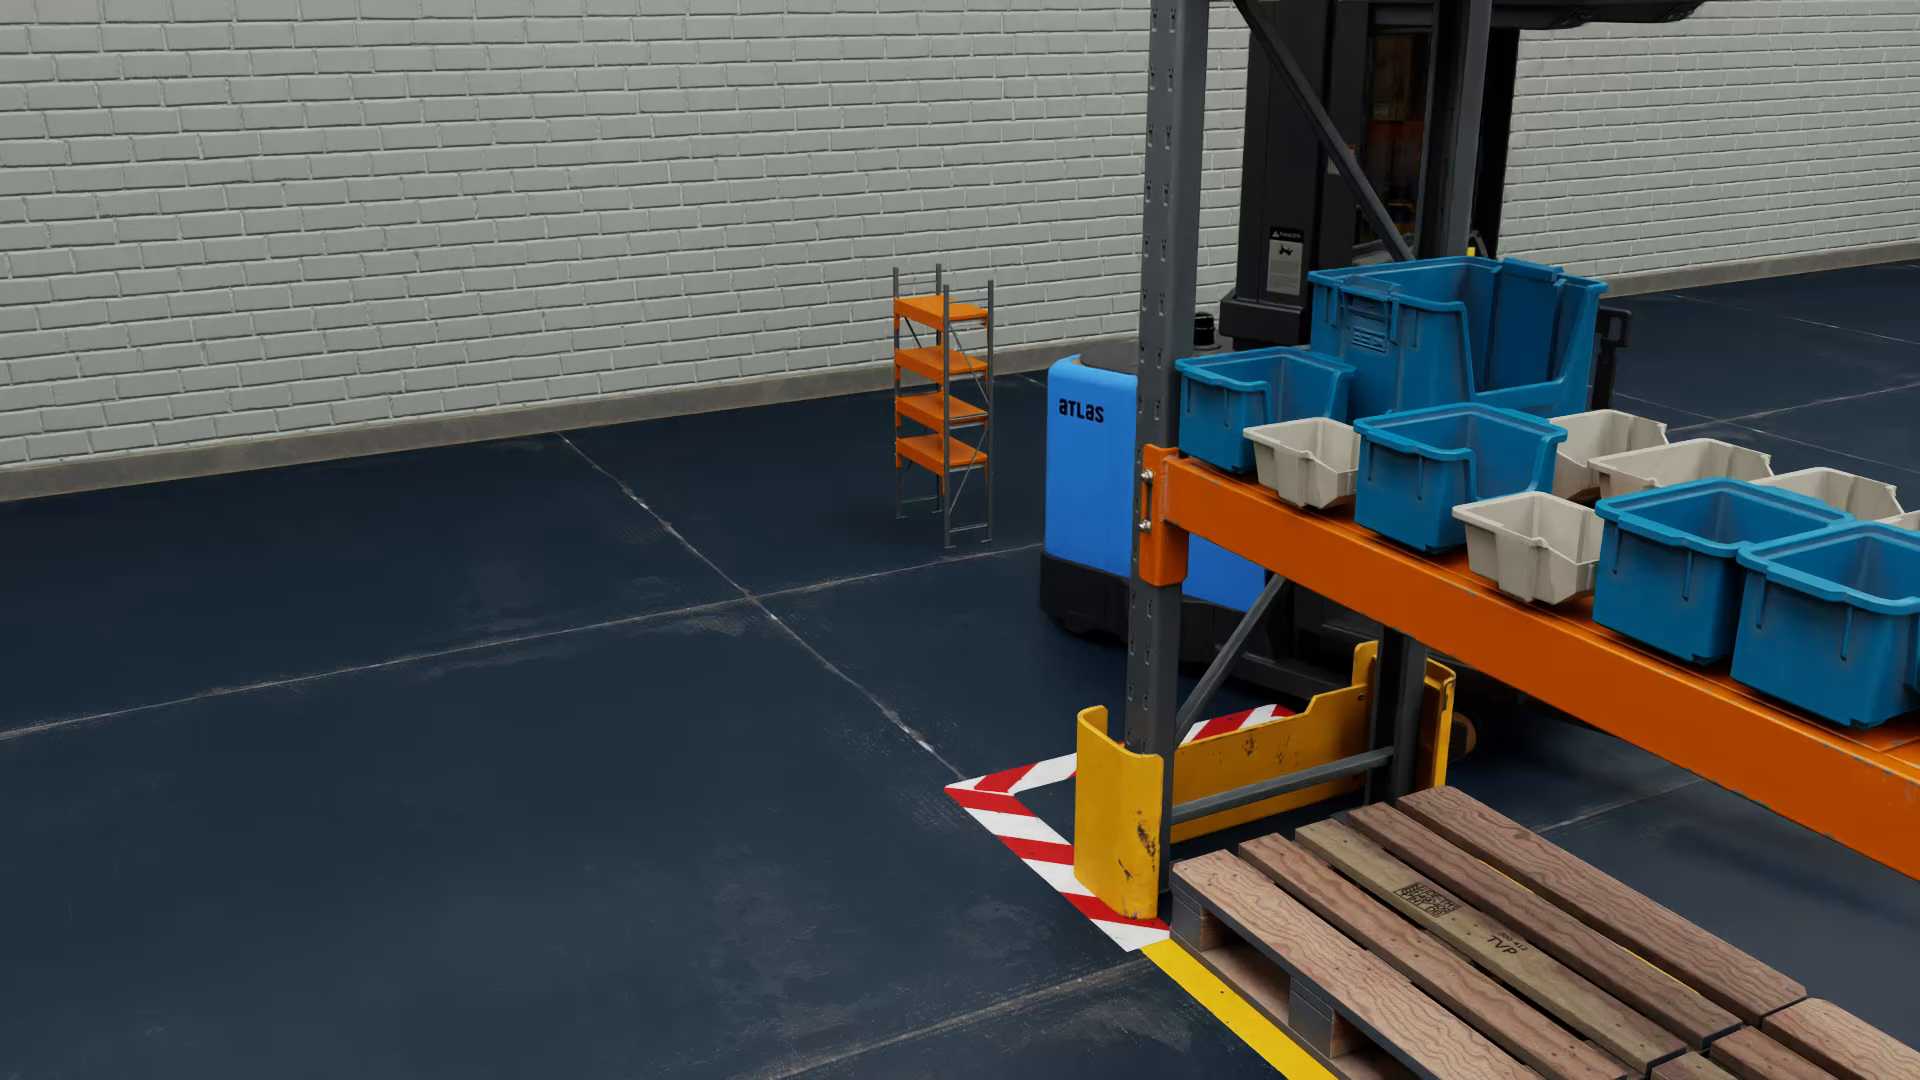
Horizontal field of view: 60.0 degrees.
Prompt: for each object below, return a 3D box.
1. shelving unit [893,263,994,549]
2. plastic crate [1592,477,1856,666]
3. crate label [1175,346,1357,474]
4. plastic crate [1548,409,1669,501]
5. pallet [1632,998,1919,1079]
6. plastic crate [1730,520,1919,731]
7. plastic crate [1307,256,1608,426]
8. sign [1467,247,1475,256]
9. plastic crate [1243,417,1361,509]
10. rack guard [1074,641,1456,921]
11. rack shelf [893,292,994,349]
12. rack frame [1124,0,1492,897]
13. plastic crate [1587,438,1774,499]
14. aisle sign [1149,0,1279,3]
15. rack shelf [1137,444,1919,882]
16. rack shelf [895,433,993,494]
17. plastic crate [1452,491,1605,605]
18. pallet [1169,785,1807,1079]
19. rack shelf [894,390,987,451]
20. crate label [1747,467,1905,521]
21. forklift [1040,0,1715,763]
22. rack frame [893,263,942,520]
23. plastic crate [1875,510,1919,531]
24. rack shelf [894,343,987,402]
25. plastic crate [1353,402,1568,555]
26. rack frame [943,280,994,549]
[{"bbox_3d":[-0.079,-0.615,7.573,0.258,1.200,0.503,-10,21,-27],"label":"shelving unit"},{"bbox_3d":[1.378,0.056,3.035,0.416,0.233,0.300,-10,21,-27],"label":"plastic crate"},{"bbox_3d":[0.753,-0.322,4.131,0.416,0.233,0.303,-10,21,-27],"label":"crate label"},{"bbox_3d":[1.472,-0.192,3.902,0.396,0.136,0.243,-10,21,-27],"label":"plastic crate"},{"bbox_3d":[1.858,1.416,3.204,1.003,0.211,1.213,-10,21,-27],"label":"pallet"},{"bbox_3d":[1.520,0.142,2.786,0.416,0.233,0.300,-10,21,-27],"label":"plastic crate"},{"bbox_3d":[1.248,-0.473,4.256,0.616,0.435,0.499,-10,21,-27],"label":"plastic crate"},{"bbox_3d":[1.401,-0.662,4.700,0.100,0.325,0.005,-10,21,-27],"label":"sign"},{"bbox_3d":[0.832,-0.172,3.842,0.250,0.136,0.298,-10,21,-27],"label":"plastic crate"},{"bbox_3d":[0.902,0.682,4.888,1.175,0.500,0.348,-10,21,-27],"label":"rack guard"},{"bbox_3d":[-0.079,-0.986,7.445,0.258,0.148,0.480,-10,21,-27],"label":"rack shelf"},{"bbox_3d":[0.925,-0.495,4.466,1.000,3.000,0.127,-10,21,-27],"label":"rack frame"},{"bbox_3d":[1.597,-0.107,3.655,0.396,0.136,0.243,-10,21,-27],"label":"plastic crate"},{"bbox_3d":[0.629,-1.698,3.969,0.394,0.787,0.004,-10,21,-27],"label":"aisle sign"},{"bbox_3d":[1.875,0.420,2.920,1.077,0.370,4.000,-10,21,-27],"label":"rack shelf"},{"bbox_3d":[-0.079,-0.363,7.660,0.258,0.148,0.480,-10,21,-27],"label":"rack shelf"},{"bbox_3d":[1.154,0.023,3.278,0.250,0.136,0.298,-10,21,-27],"label":"plastic crate"},{"bbox_3d":[1.282,1.066,4.218,1.003,0.211,1.213,-10,21,-27],"label":"pallet"},{"bbox_3d":[-0.079,-0.551,7.595,0.258,0.148,0.480,-10,21,-27],"label":"rack shelf"},{"bbox_3d":[1.750,-0.031,3.434,0.396,0.136,0.243,-10,21,-27],"label":"crate label"},{"bbox_3d":[1.749,-0.843,5.580,3.031,2.935,1.130,16,25,39],"label":"forklift"},{"bbox_3d":[-0.194,-0.685,7.776,0.240,1.200,0.015,-10,21,-27],"label":"rack frame"},{"bbox_3d":[1.907,0.051,3.196,0.298,0.136,0.250,-10,21,-27],"label":"plastic crate"},{"bbox_3d":[-0.079,-0.763,7.522,0.258,0.148,0.480,-10,21,-27],"label":"rack shelf"},{"bbox_3d":[1.065,-0.133,3.583,0.416,0.233,0.300,-10,21,-27],"label":"plastic crate"},{"bbox_3d":[0.037,-0.545,7.370,0.240,1.200,0.015,-10,21,-27],"label":"rack frame"}]
